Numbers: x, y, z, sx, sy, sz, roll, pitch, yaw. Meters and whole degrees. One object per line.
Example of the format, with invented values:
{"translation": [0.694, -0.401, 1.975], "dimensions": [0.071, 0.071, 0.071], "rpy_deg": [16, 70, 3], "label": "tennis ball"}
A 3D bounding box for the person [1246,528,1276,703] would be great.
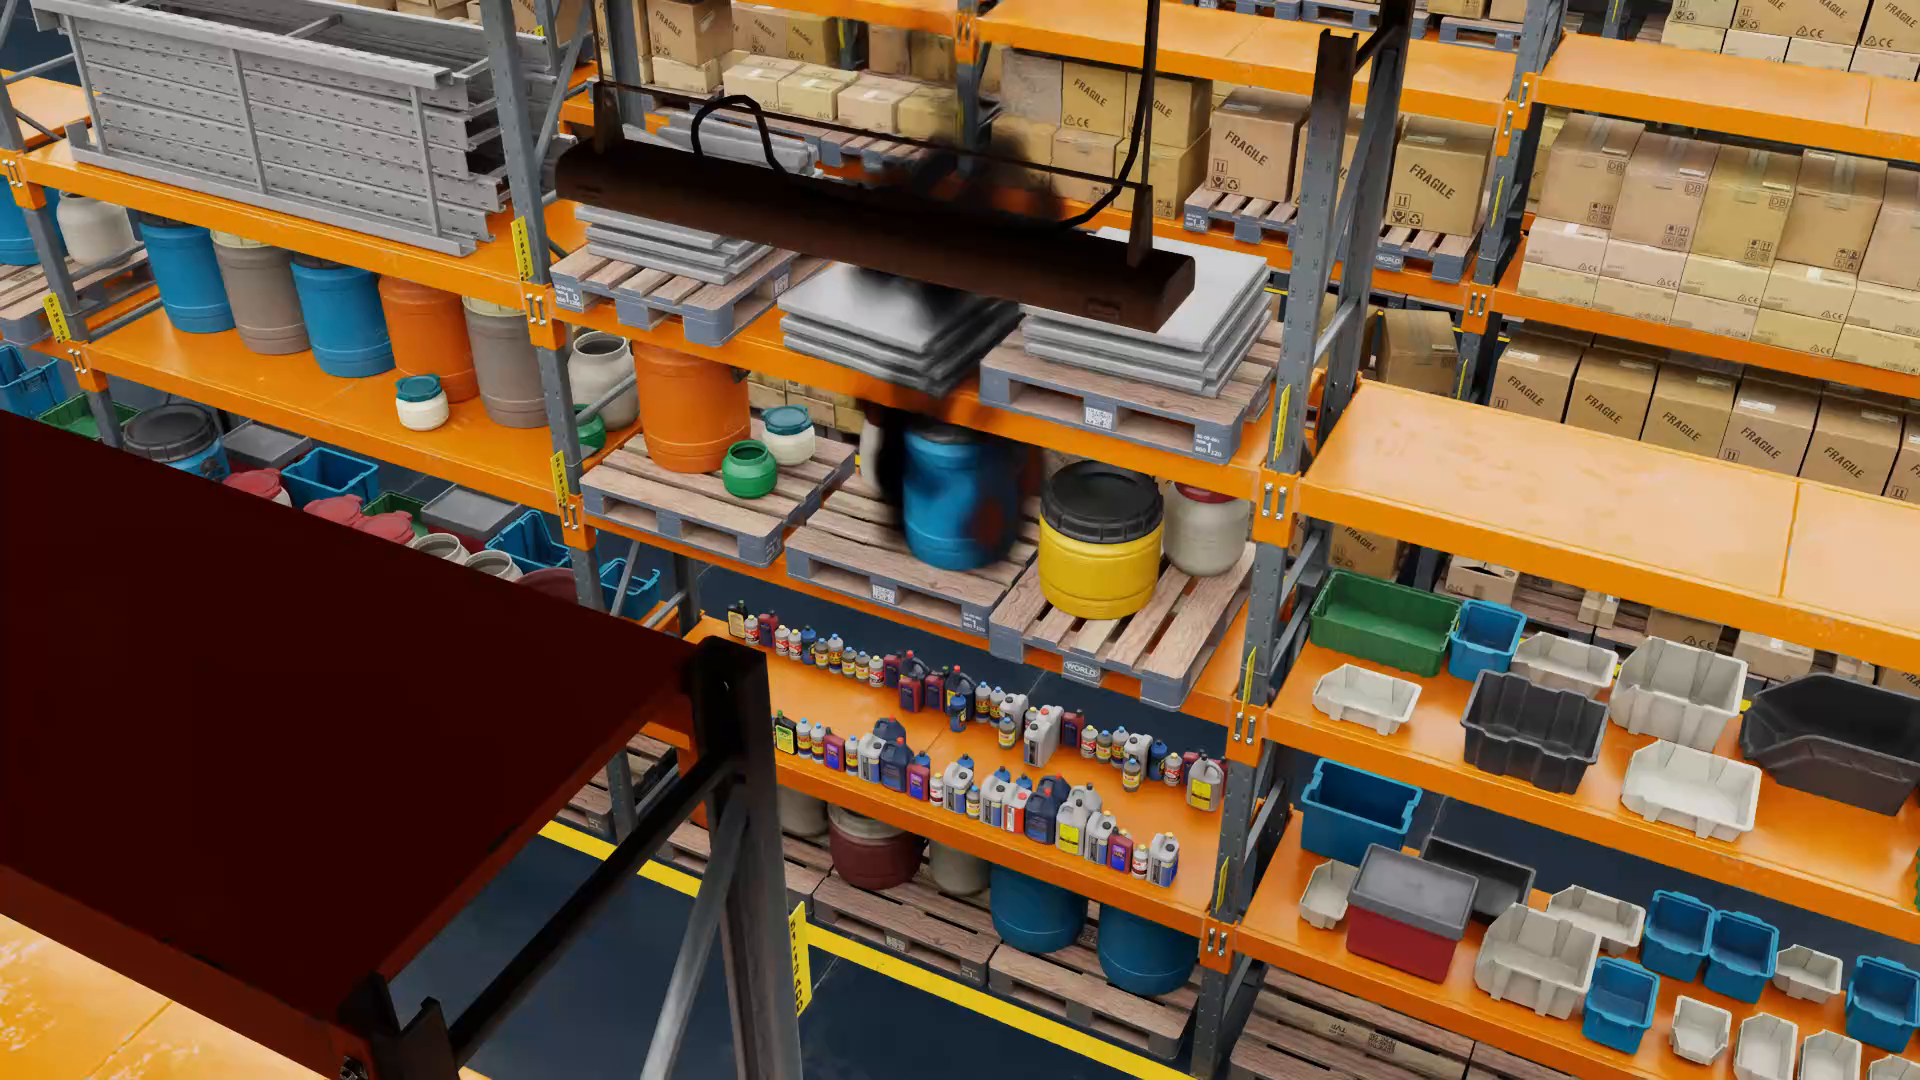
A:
{"translation": [1.859, 0.559, 11.659], "dimensions": [0.796, 1.621, 0.588], "rpy_deg": [9, 36, 13], "label": "person"}
